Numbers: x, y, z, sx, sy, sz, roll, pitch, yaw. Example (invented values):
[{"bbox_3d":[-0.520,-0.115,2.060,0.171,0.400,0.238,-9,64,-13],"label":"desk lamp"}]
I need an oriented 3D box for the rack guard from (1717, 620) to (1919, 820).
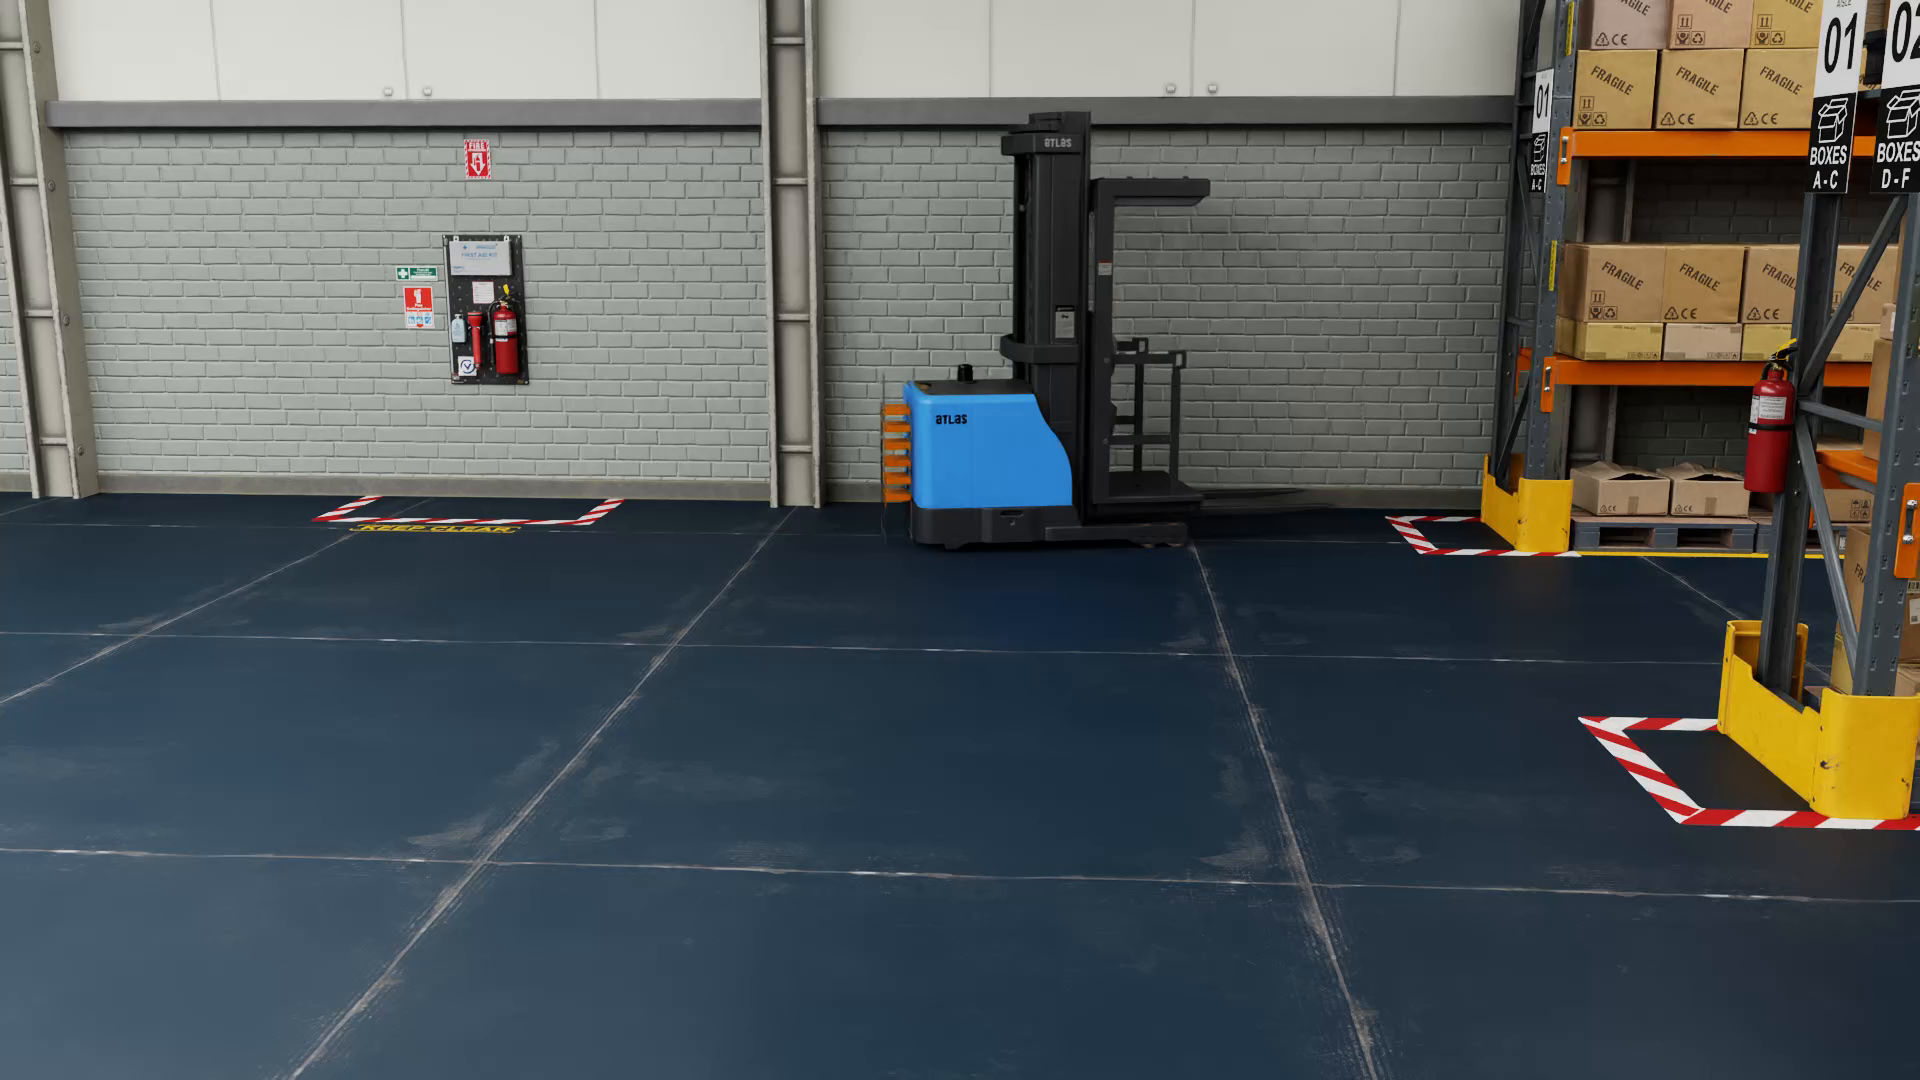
[{"bbox_3d":[3.607,0.732,7.046,0.348,0.500,1.175,1,12,4],"label":"rack guard"}]

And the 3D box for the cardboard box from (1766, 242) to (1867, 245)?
[{"bbox_3d":[5.963,-1.821,11.635,0.500,0.500,0.500,1,12,5],"label":"cardboard box"}]

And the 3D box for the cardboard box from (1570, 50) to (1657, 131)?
[{"bbox_3d":[4.275,-2.974,11.041,0.500,0.500,0.500,1,12,5],"label":"cardboard box"}]

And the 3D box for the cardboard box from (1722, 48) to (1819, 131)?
[{"bbox_3d":[5.327,-2.953,10.941,0.500,0.500,0.500,1,12,6],"label":"cardboard box"}]

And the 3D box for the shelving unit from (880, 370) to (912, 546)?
[{"bbox_3d":[-0.446,-0.573,11.575,0.189,1.200,0.258,-2,12,-8],"label":"shelving unit"}]

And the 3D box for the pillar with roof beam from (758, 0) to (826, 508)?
[{"bbox_3d":[-1.560,-3.809,7.999,0.400,9.000,9.100,1,12,4],"label":"pillar with roof beam"}]

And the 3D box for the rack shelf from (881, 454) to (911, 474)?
[{"bbox_3d":[-0.446,-0.529,11.584,0.180,0.103,0.258,-2,12,-8],"label":"rack shelf"}]

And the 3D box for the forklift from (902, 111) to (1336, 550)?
[{"bbox_3d":[1.139,-1.485,11.710,3.031,2.935,1.130,-2,12,-8],"label":"forklift"}]

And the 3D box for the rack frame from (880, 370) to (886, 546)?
[{"bbox_3d":[-0.537,-0.570,11.561,0.006,1.200,0.240,-2,12,-8],"label":"rack frame"}]

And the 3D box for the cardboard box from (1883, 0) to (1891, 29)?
[{"bbox_3d":[6.362,-3.426,10.760,0.500,0.500,0.500,0,12,2],"label":"cardboard box"}]

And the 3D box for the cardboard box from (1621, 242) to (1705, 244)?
[{"bbox_3d":[4.944,-1.834,11.697,0.500,0.500,0.500,1,12,5],"label":"cardboard box"}]

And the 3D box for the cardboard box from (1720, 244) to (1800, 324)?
[{"bbox_3d":[5.422,-1.721,11.156,0.500,0.500,0.500,0,12,2],"label":"cardboard box"}]

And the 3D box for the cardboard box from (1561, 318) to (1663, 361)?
[{"bbox_3d":[4.424,-1.368,11.298,0.500,0.250,0.500,0,12,2],"label":"cardboard box"}]

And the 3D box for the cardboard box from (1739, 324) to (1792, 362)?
[{"bbox_3d":[5.451,-1.355,11.239,0.500,0.250,0.500,1,12,3],"label":"cardboard box"}]

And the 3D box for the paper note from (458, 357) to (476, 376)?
[{"bbox_3d":[-3.907,-1.379,13.186,0.142,0.148,0.016,1,12,4],"label":"paper note"}]

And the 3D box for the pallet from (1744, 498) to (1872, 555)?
[{"bbox_3d":[6.056,-0.101,11.737,1.213,0.211,1.003,1,12,4],"label":"pallet"}]

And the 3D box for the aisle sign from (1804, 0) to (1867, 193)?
[{"bbox_3d":[3.585,-1.824,6.813,0.004,0.787,0.394,1,12,4],"label":"aisle sign"}]

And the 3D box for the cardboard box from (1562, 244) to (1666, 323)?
[{"bbox_3d":[4.415,-1.738,11.238,0.500,0.500,0.500,1,12,4],"label":"cardboard box"}]

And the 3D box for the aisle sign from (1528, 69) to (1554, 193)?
[{"bbox_3d":[3.866,-2.715,11.072,0.004,0.787,0.394,1,12,4],"label":"aisle sign"}]

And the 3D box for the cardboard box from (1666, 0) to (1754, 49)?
[{"bbox_3d":[4.824,-3.447,10.860,0.500,0.500,0.500,1,12,3],"label":"cardboard box"}]

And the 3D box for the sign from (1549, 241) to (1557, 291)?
[{"bbox_3d":[3.922,-1.816,11.008,0.005,0.325,0.100,1,12,4],"label":"sign"}]

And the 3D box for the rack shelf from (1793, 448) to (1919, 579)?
[{"bbox_3d":[5.627,-0.111,6.731,4.000,0.370,1.077,1,12,4],"label":"rack shelf"}]

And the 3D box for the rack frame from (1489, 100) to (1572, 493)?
[{"bbox_3d":[3.958,-1.503,11.626,0.127,3.000,1.000,1,12,4],"label":"rack frame"}]

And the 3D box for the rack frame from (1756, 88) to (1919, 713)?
[{"bbox_3d":[3.631,-0.491,6.788,0.127,3.000,1.000,1,12,4],"label":"rack frame"}]

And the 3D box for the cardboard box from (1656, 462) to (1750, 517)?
[{"bbox_3d":[5.211,-0.366,11.686,0.500,0.311,0.500,2,12,8],"label":"cardboard box"}]

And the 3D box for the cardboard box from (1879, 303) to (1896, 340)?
[{"bbox_3d":[4.025,-0.891,6.873,0.250,0.149,0.380,1,12,3],"label":"cardboard box"}]

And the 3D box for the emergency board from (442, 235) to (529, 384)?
[{"bbox_3d":[-3.735,-1.794,13.017,0.643,1.169,0.194,1,12,4],"label":"emergency board"}]

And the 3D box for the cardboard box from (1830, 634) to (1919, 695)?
[{"bbox_3d":[4.186,0.597,7.280,0.500,0.250,0.500,1,12,4],"label":"cardboard box"}]

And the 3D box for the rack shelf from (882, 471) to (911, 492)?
[{"bbox_3d":[-0.446,-0.412,11.608,0.180,0.103,0.258,-2,12,-8],"label":"rack shelf"}]

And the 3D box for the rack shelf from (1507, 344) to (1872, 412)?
[{"bbox_3d":[5.954,-1.123,11.569,4.000,0.370,1.077,1,12,4],"label":"rack shelf"}]

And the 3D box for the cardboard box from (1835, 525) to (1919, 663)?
[{"bbox_3d":[4.186,0.229,7.206,0.500,0.500,0.500,1,12,4],"label":"cardboard box"}]

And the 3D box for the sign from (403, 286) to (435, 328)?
[{"bbox_3d":[-4.280,-1.840,13.150,0.234,0.329,0.001,1,12,4],"label":"sign"}]

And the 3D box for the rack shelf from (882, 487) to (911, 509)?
[{"bbox_3d":[-0.446,-0.294,11.633,0.180,0.103,0.258,-2,12,-8],"label":"rack shelf"}]

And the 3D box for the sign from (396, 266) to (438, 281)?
[{"bbox_3d":[-4.276,-2.097,13.087,0.331,0.109,0.001,1,12,4],"label":"sign"}]

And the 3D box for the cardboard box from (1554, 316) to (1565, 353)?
[{"bbox_3d":[4.438,-1.472,11.798,0.500,0.250,0.500,1,12,5],"label":"cardboard box"}]

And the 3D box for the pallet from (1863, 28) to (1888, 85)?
[{"bbox_3d":[4.335,-1.901,6.419,1.213,0.211,1.003,1,12,4],"label":"pallet"}]
